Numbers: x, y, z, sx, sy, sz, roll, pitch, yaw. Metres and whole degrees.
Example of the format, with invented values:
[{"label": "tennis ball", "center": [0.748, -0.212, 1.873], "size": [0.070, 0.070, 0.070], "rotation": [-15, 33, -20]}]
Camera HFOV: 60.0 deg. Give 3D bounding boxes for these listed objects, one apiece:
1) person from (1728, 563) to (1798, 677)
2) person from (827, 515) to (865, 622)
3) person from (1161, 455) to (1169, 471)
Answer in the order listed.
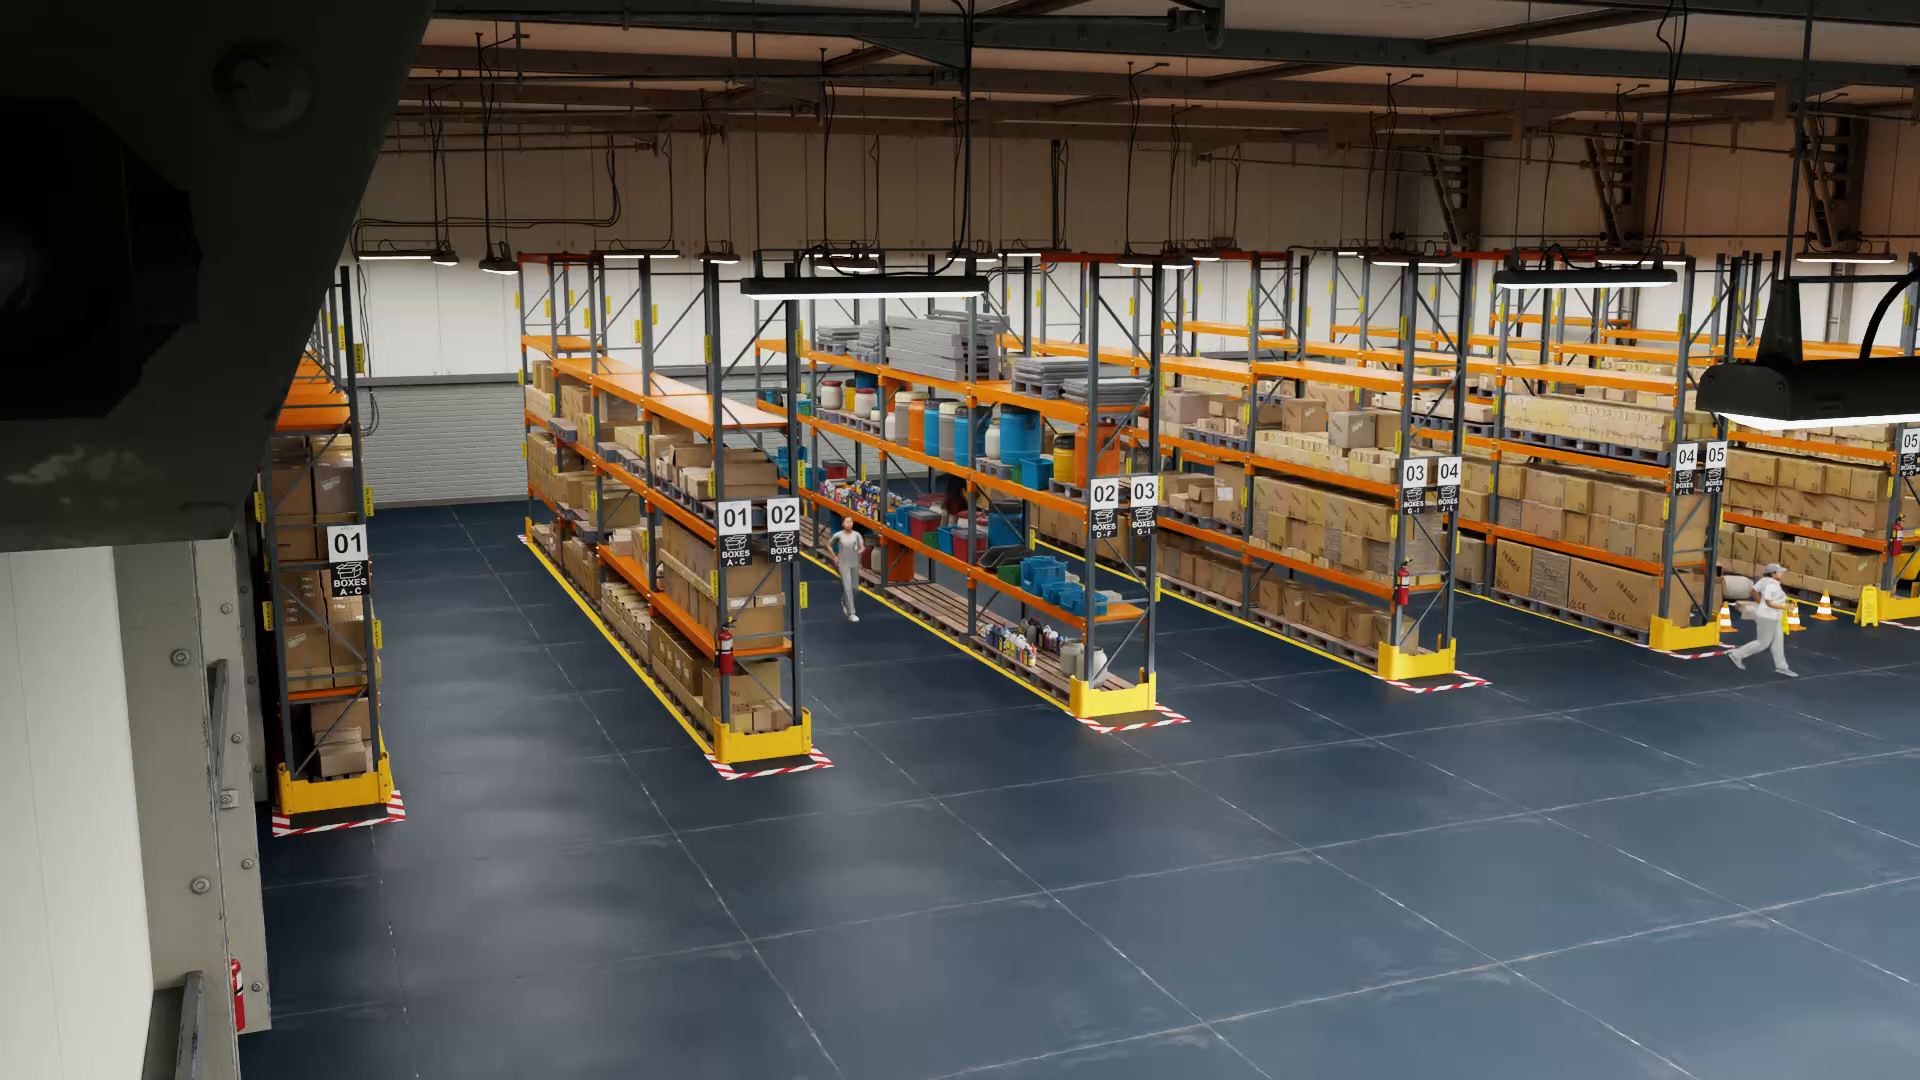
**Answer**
[{"label": "person", "center": [11.708, 1.153, 24.121], "size": [0.941, 1.655, 0.605], "rotation": [5, 11, 24]}, {"label": "person", "center": [-1.778, 0.429, 26.455], "size": [0.575, 1.670, 0.848], "rotation": [-5, 11, -24]}, {"label": "person", "center": [5.041, -2.104, 41.685], "size": [0.582, 1.721, 0.688], "rotation": [-9, 14, -41]}]
